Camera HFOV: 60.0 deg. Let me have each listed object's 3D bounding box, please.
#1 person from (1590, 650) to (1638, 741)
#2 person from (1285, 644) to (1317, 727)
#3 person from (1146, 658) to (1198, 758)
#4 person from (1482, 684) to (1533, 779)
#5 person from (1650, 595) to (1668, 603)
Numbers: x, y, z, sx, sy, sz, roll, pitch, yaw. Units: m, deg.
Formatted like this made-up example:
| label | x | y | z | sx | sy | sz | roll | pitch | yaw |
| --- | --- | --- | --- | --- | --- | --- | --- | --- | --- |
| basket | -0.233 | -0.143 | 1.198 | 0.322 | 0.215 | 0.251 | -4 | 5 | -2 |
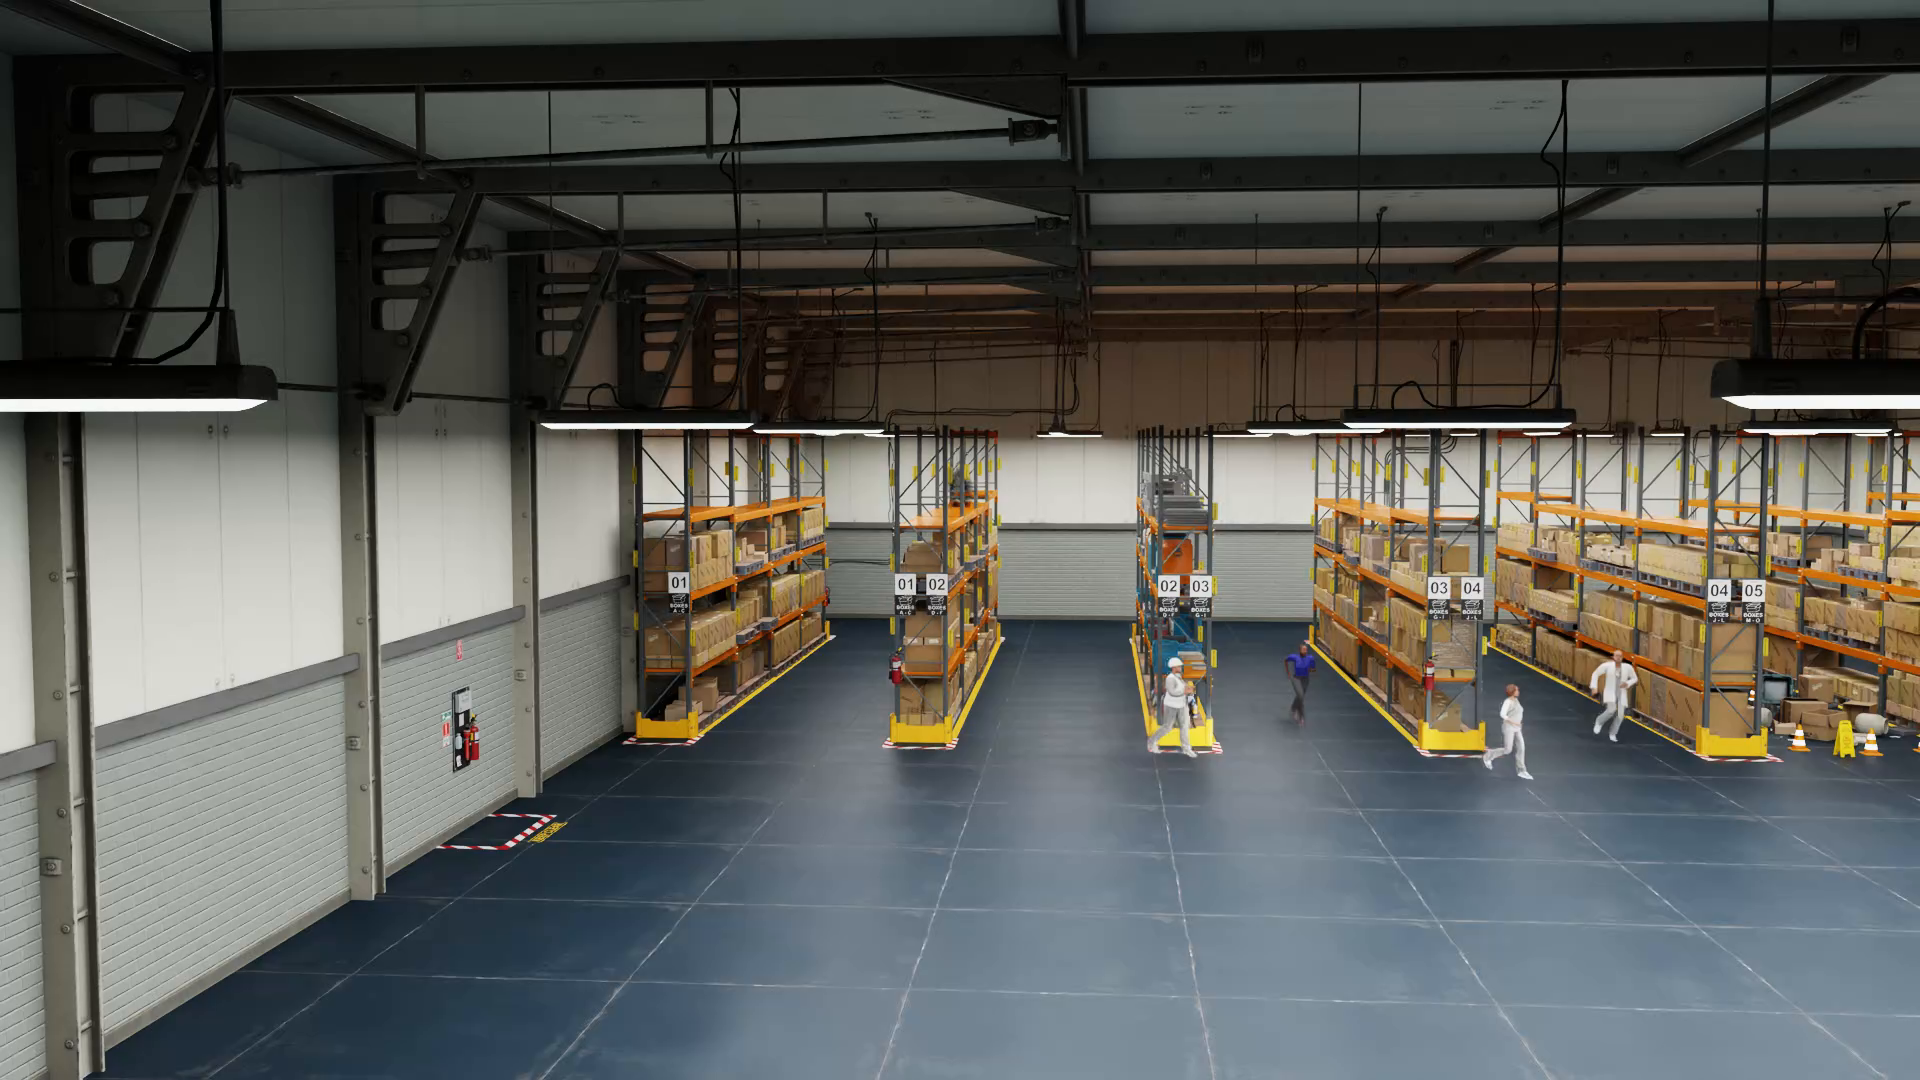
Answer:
| label | x | y | z | sx | sy | sz | roll | pitch | yaw |
| --- | --- | --- | --- | --- | --- | --- | --- | --- | --- |
| person | 12.502 | 2.968 | 31.750 | 0.818 | 1.734 | 0.554 | 0 | 3 | 0 |
| person | 6.875 | 2.907 | 33.659 | 0.576 | 1.653 | 0.925 | -1 | 3 | -10 |
| person | 3.835 | 3.006 | 29.965 | 0.947 | 1.783 | 0.645 | 2 | 4 | 29 |
| person | 9.366 | 3.230 | 28.271 | 0.883 | 1.576 | 0.575 | 3 | 5 | 42 |
| person | 19.850 | 2.075 | 47.203 | 0.823 | 1.676 | 0.615 | 0 | 3 | 8 |
